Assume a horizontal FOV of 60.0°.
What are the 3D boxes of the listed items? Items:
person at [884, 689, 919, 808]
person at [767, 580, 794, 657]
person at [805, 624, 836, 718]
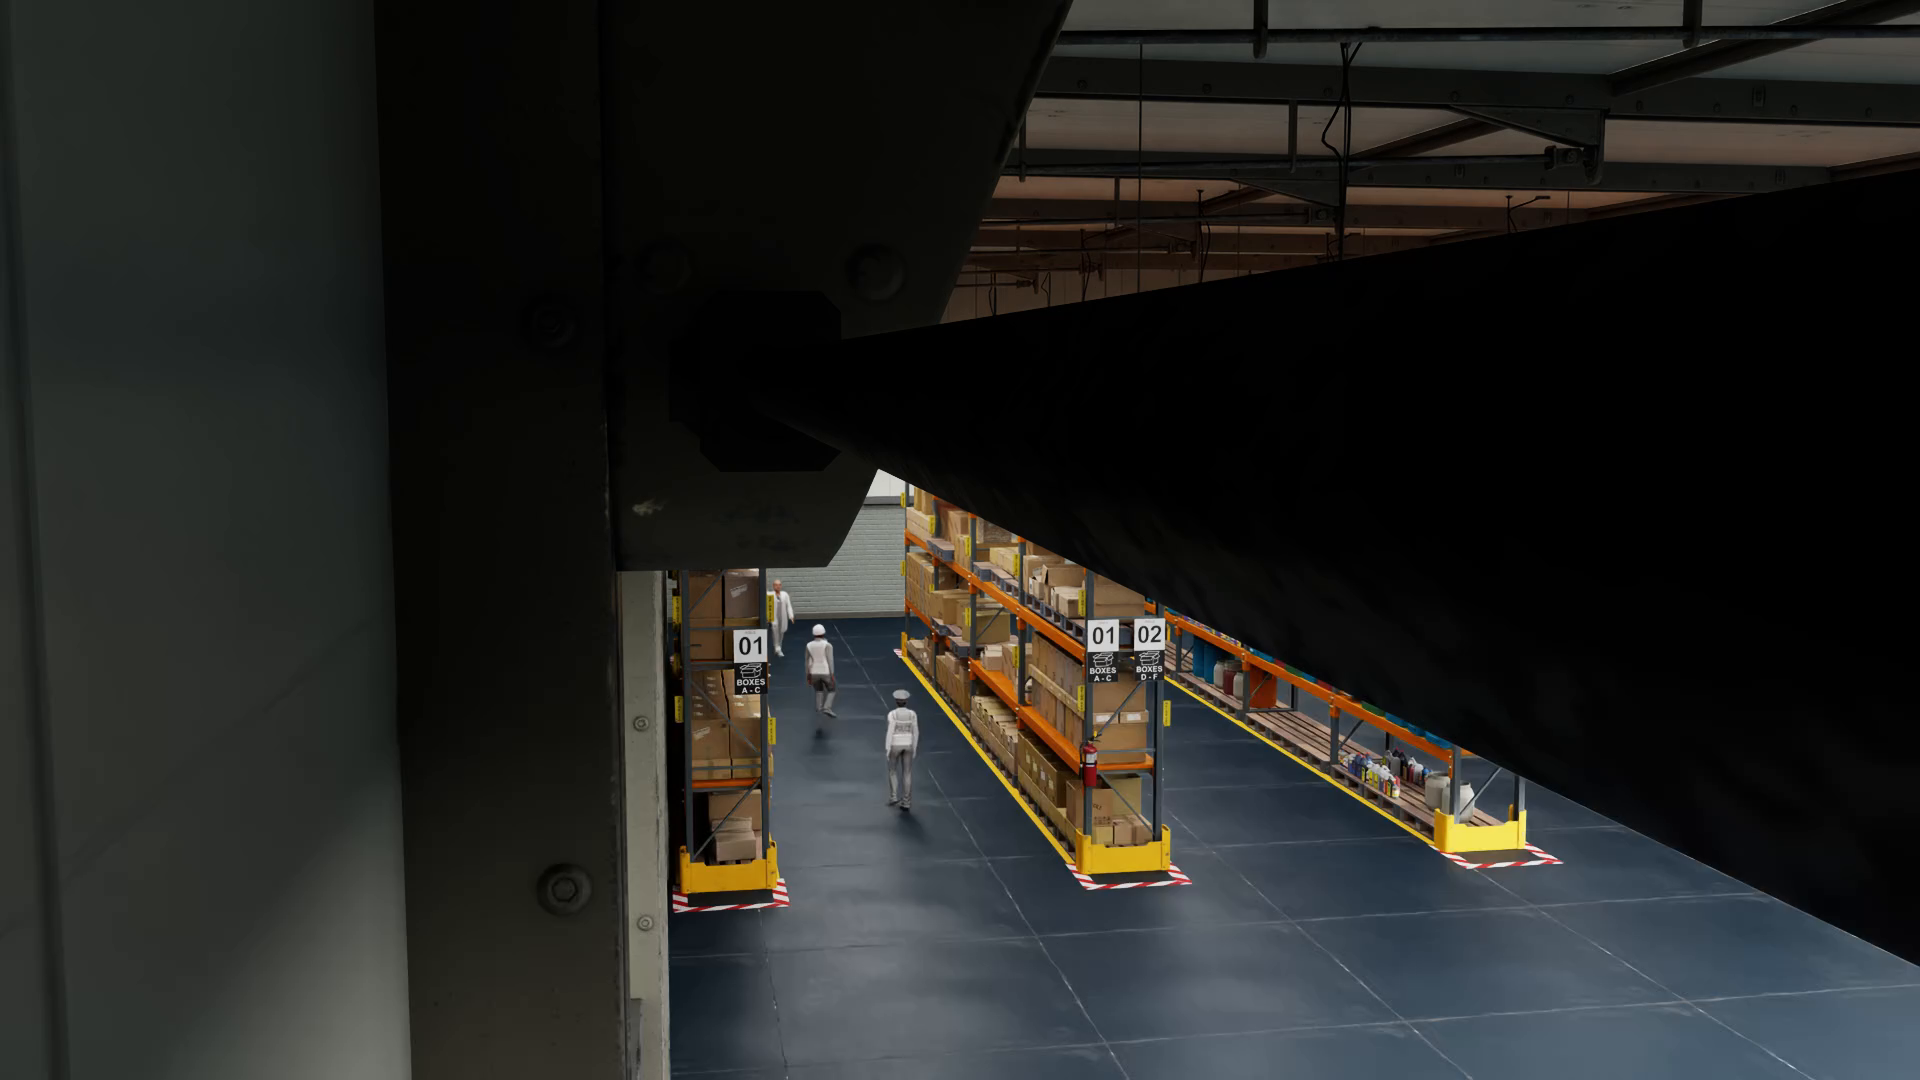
[{"bbox_3d":[-0.835,3.037,23.997,0.518,1.736,0.580,-2,6,-16],"label":"person"},{"bbox_3d":[-3.923,1.723,35.836,0.671,1.723,1.098,-2,6,-20],"label":"person"},{"bbox_3d":[-2.445,2.291,29.134,0.570,1.647,0.493,1,6,6],"label":"person"}]
